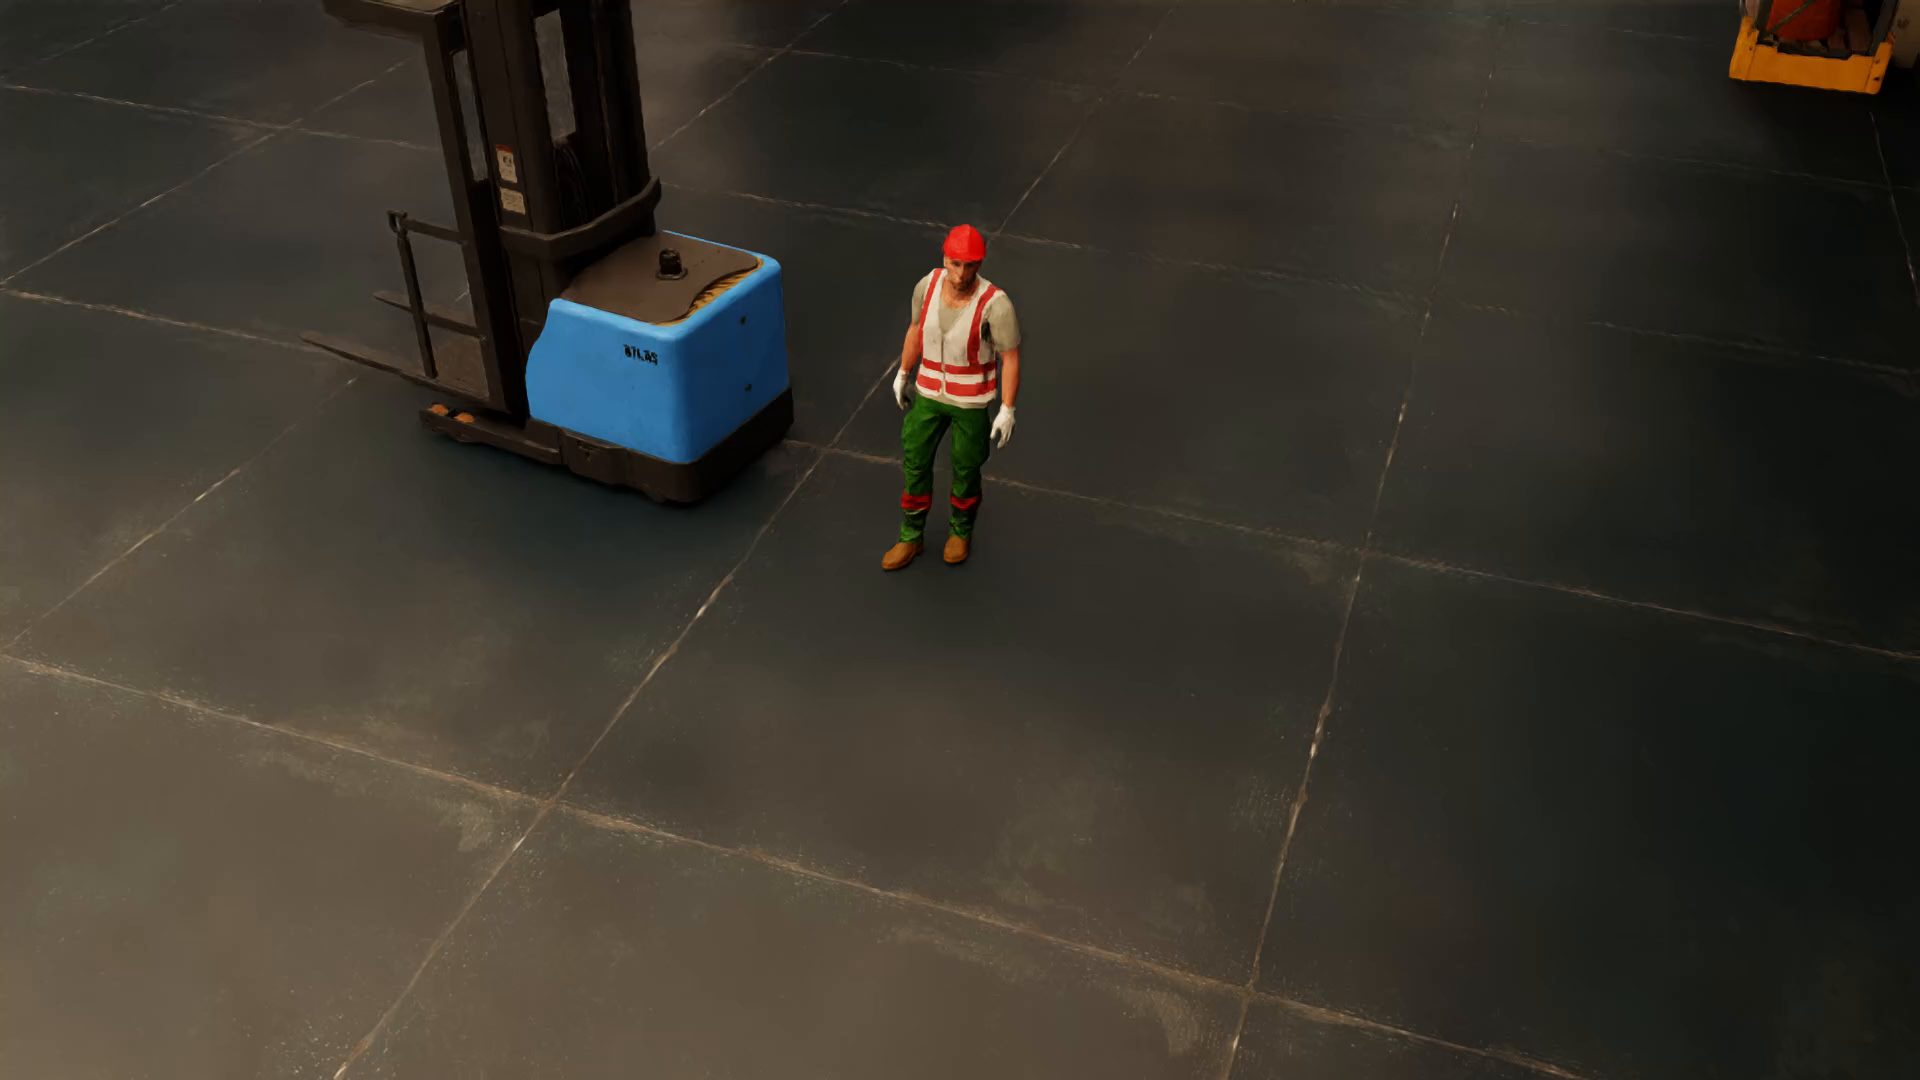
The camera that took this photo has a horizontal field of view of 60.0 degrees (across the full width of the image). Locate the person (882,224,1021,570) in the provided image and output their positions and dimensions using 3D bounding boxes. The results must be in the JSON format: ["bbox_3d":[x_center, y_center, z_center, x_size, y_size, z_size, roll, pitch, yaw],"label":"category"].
[{"bbox_3d":[-0.055,-0.649,8.019,0.686,1.788,0.559,15,38,21],"label":"person"}]

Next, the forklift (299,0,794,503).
[{"bbox_3d":[-2.490,-1.997,8.928,3.031,2.935,1.130,17,39,23],"label":"forklift"}]
